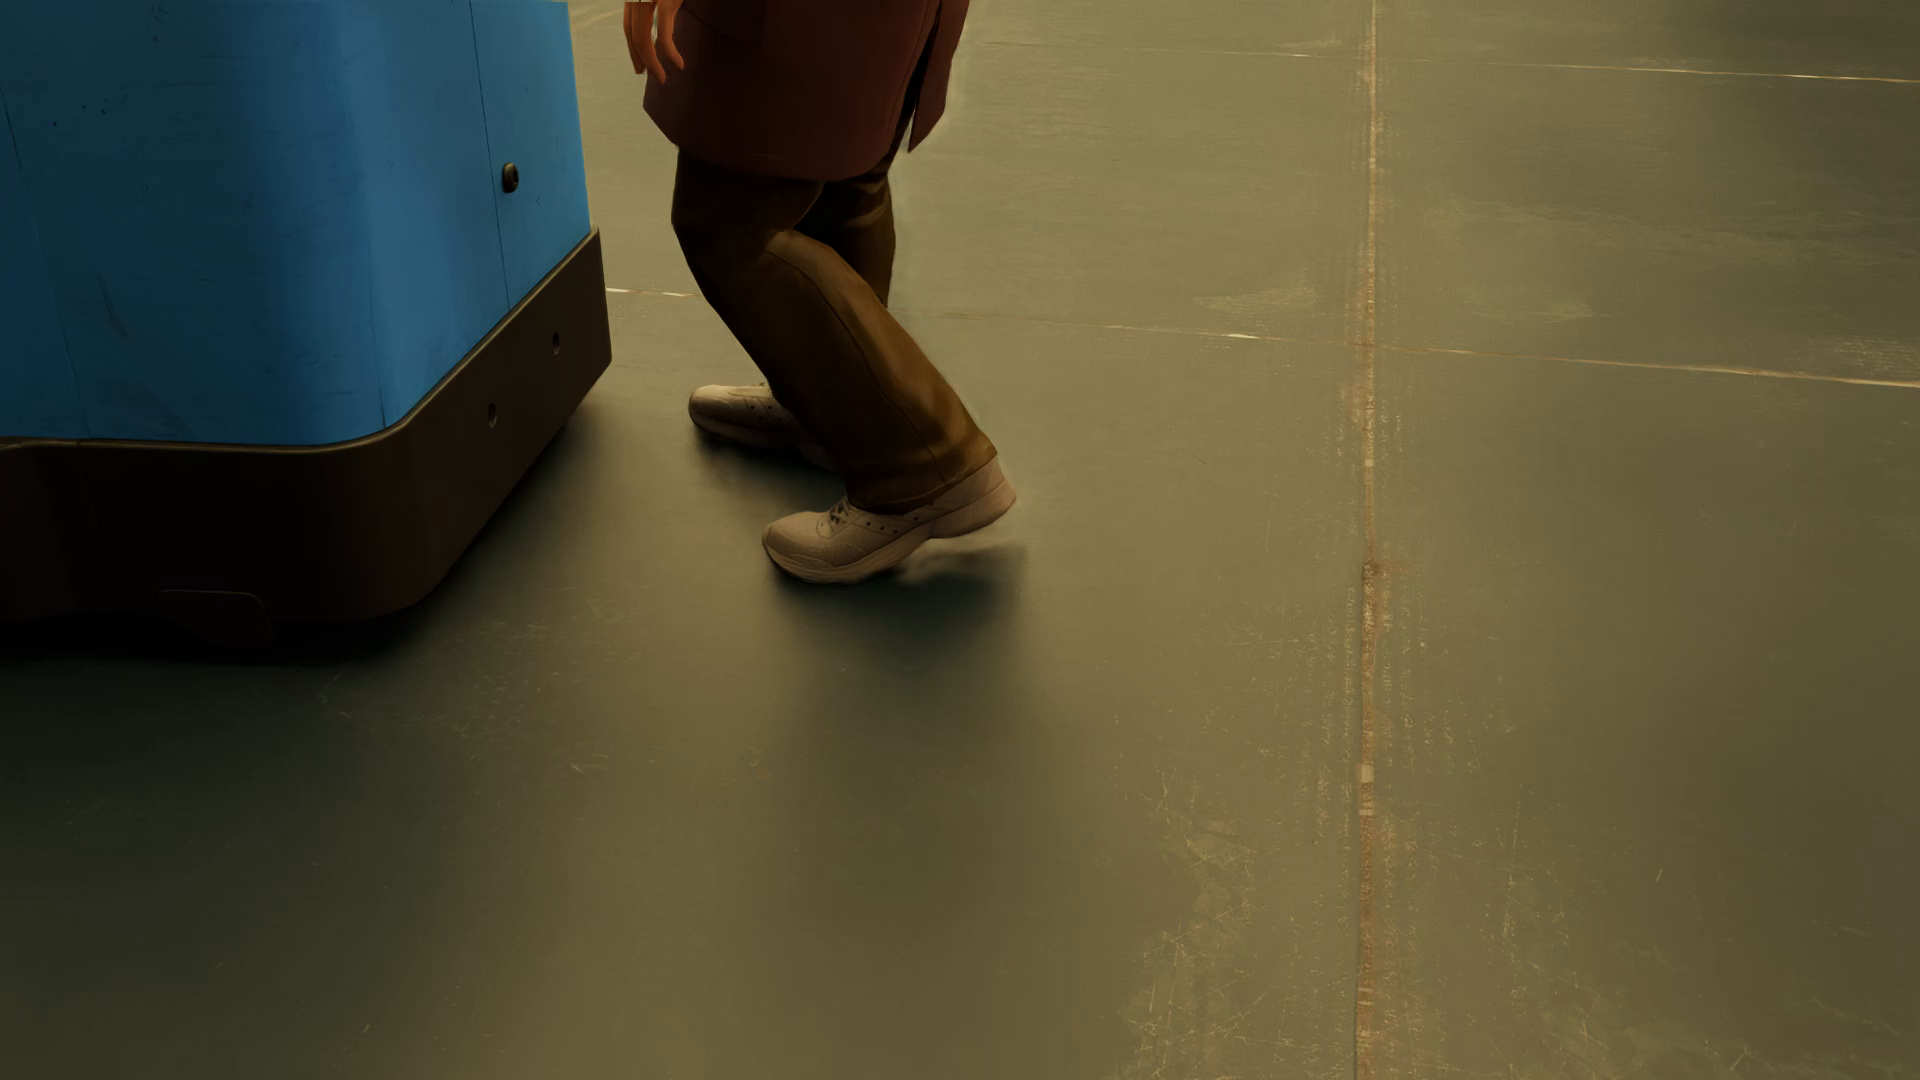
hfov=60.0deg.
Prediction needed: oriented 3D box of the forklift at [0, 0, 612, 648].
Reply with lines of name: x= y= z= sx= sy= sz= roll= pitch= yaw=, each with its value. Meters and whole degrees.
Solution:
forklift: x=-2.169 y=-1.429 z=2.079 sx=3.031 sy=2.935 sz=1.130 roll=2 pitch=27 yaw=5

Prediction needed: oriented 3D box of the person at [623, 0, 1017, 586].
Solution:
person: x=-0.250 y=-0.788 z=2.156 sx=0.690 sy=1.735 sz=0.758 roll=10 pitch=29 yaw=20
